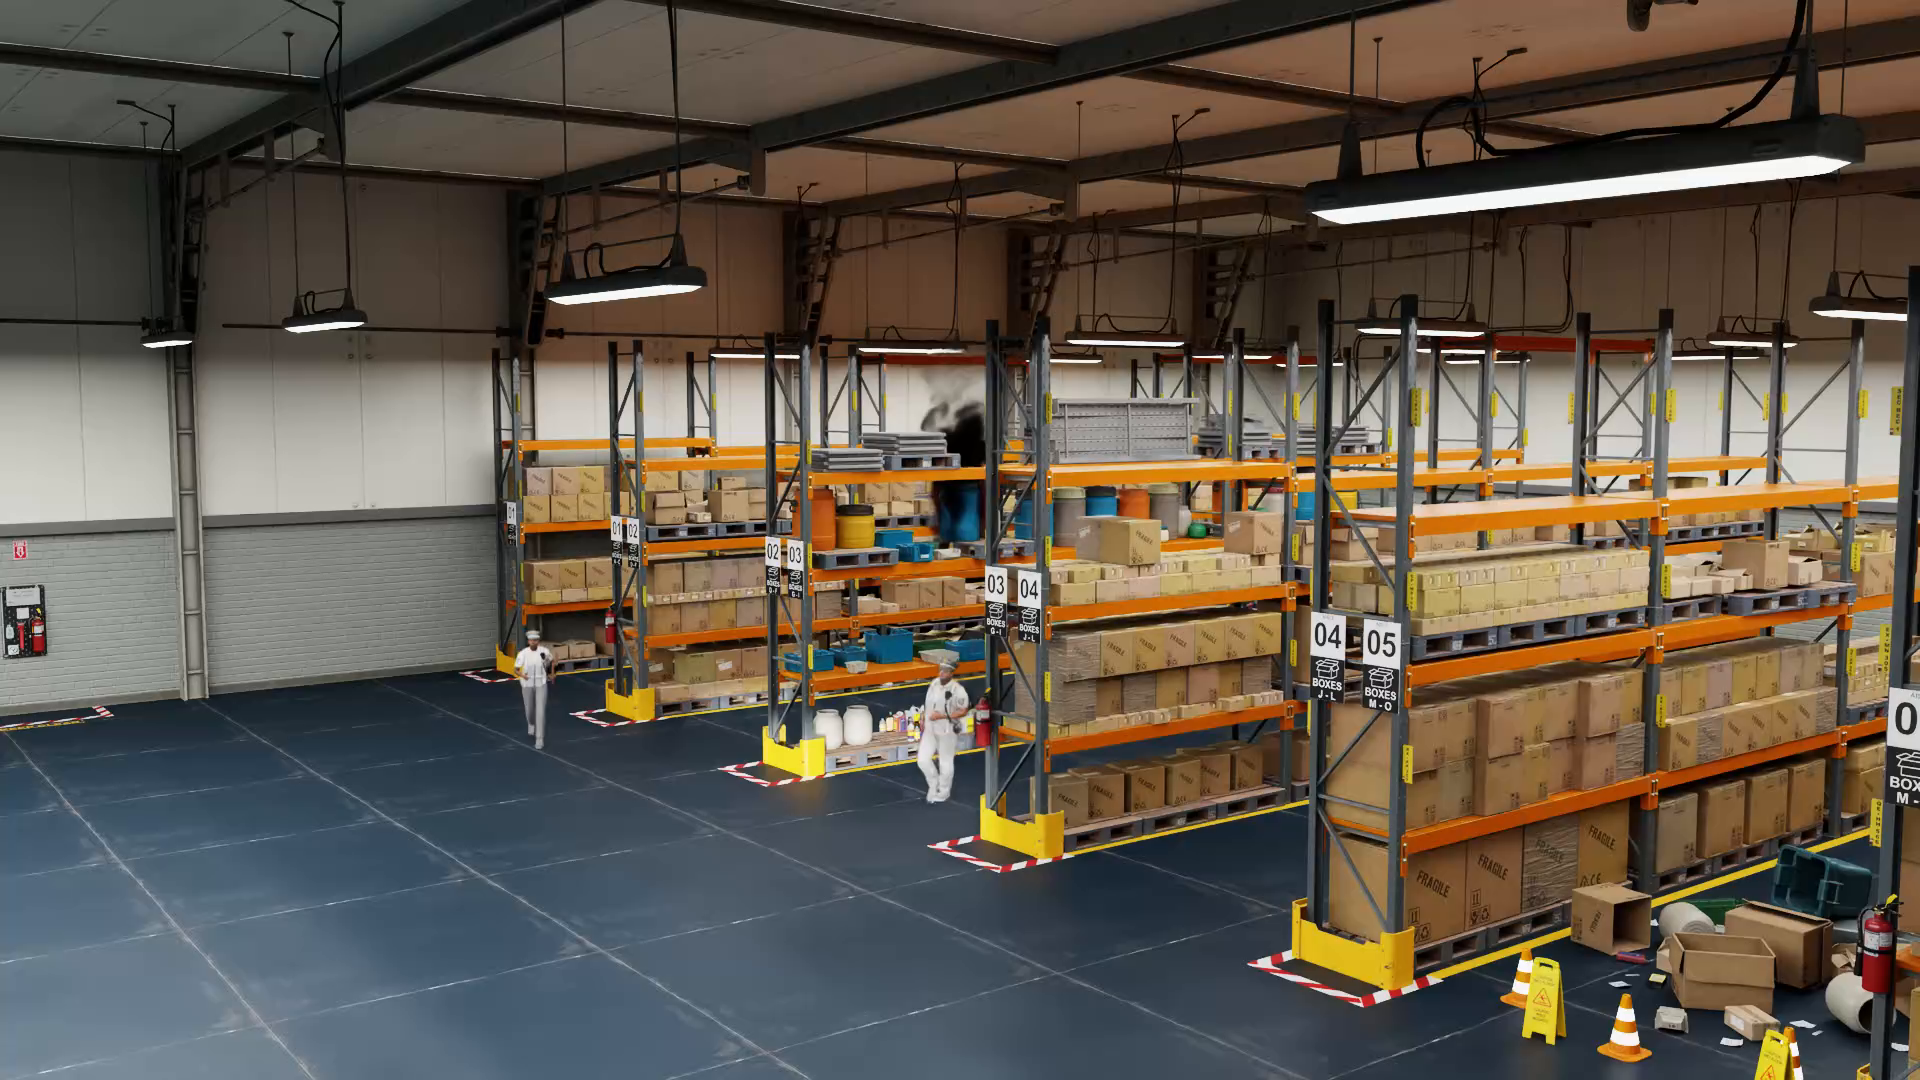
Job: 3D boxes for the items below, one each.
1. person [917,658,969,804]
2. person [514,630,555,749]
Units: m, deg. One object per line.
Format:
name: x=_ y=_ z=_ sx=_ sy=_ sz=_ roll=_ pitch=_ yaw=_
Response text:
person: x=-0.207 y=2.286 z=19.814 sx=0.639 sy=1.804 sz=0.586 roll=3 pitch=6 yaw=30
person: x=-6.262 y=2.160 z=24.493 sx=0.595 sy=1.689 sz=0.939 roll=-1 pitch=5 yaw=-15
